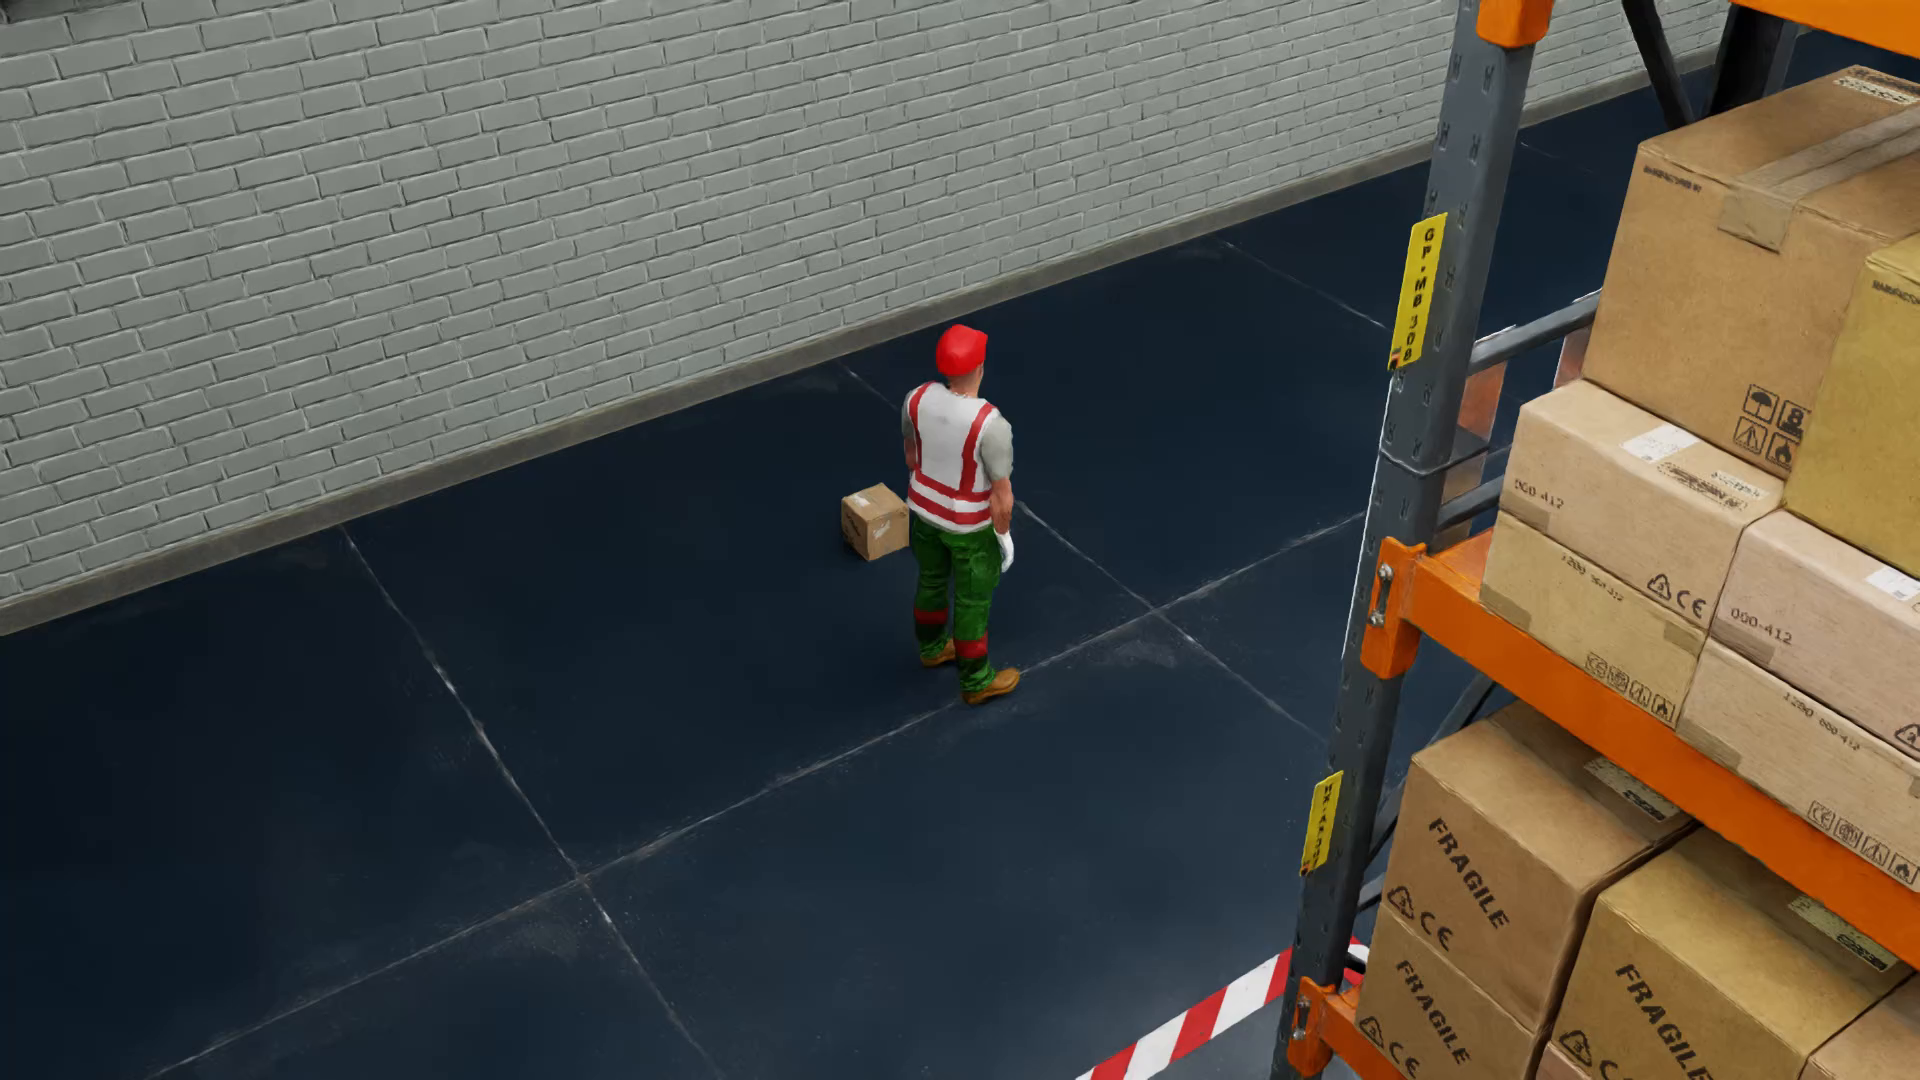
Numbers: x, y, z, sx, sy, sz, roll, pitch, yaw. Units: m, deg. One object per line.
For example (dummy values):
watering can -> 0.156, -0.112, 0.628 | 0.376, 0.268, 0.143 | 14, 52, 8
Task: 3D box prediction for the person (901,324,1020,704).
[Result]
person -> -0.003, -0.129, 7.118 | 0.629, 1.795, 0.378 | 24, 42, 29
